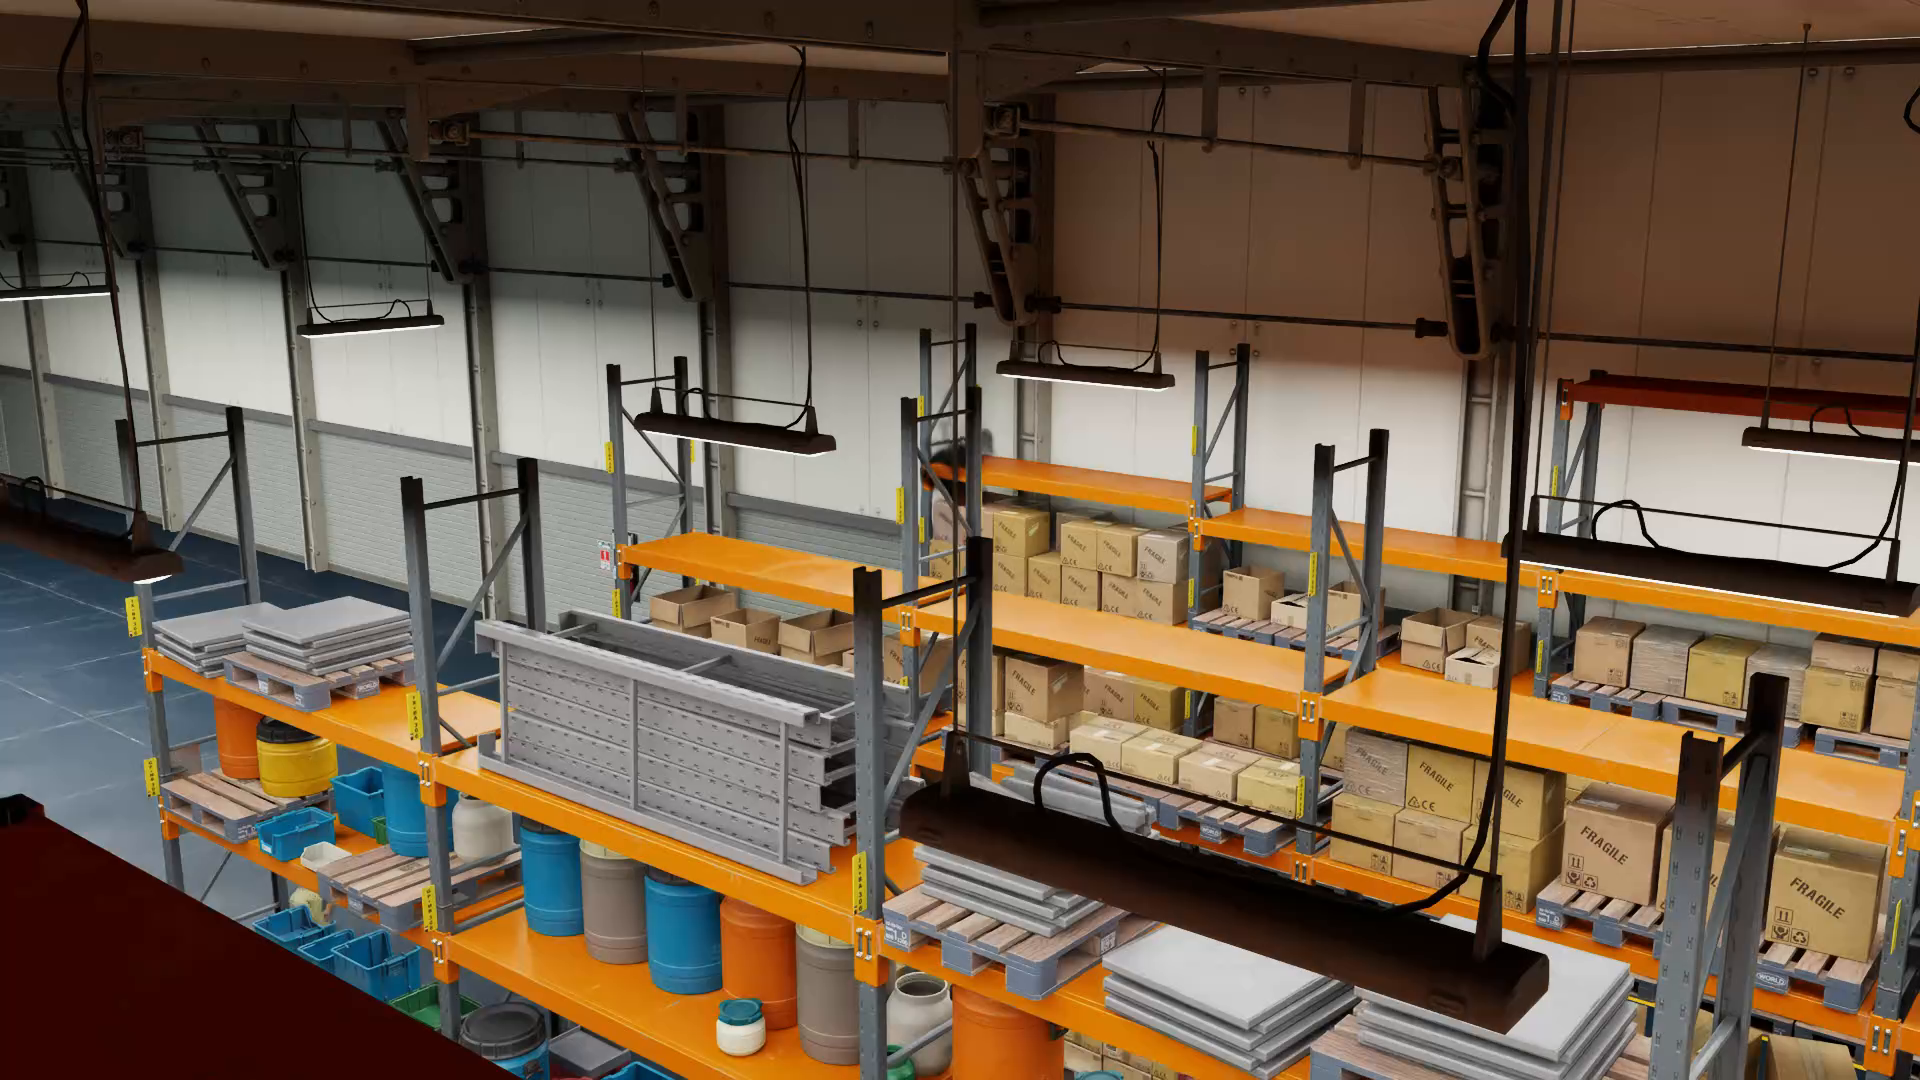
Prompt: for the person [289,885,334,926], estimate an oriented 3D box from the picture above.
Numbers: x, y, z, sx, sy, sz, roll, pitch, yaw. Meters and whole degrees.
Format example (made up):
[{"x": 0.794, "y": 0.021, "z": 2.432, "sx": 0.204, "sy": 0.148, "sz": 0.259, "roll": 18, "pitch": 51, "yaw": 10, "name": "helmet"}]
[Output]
[{"x": -6.288, "y": 3.767, "z": 15.905, "sx": 0.551, "sy": 1.607, "sz": 0.589, "roll": -1, "pitch": 13, "yaw": -3, "name": "person"}]
